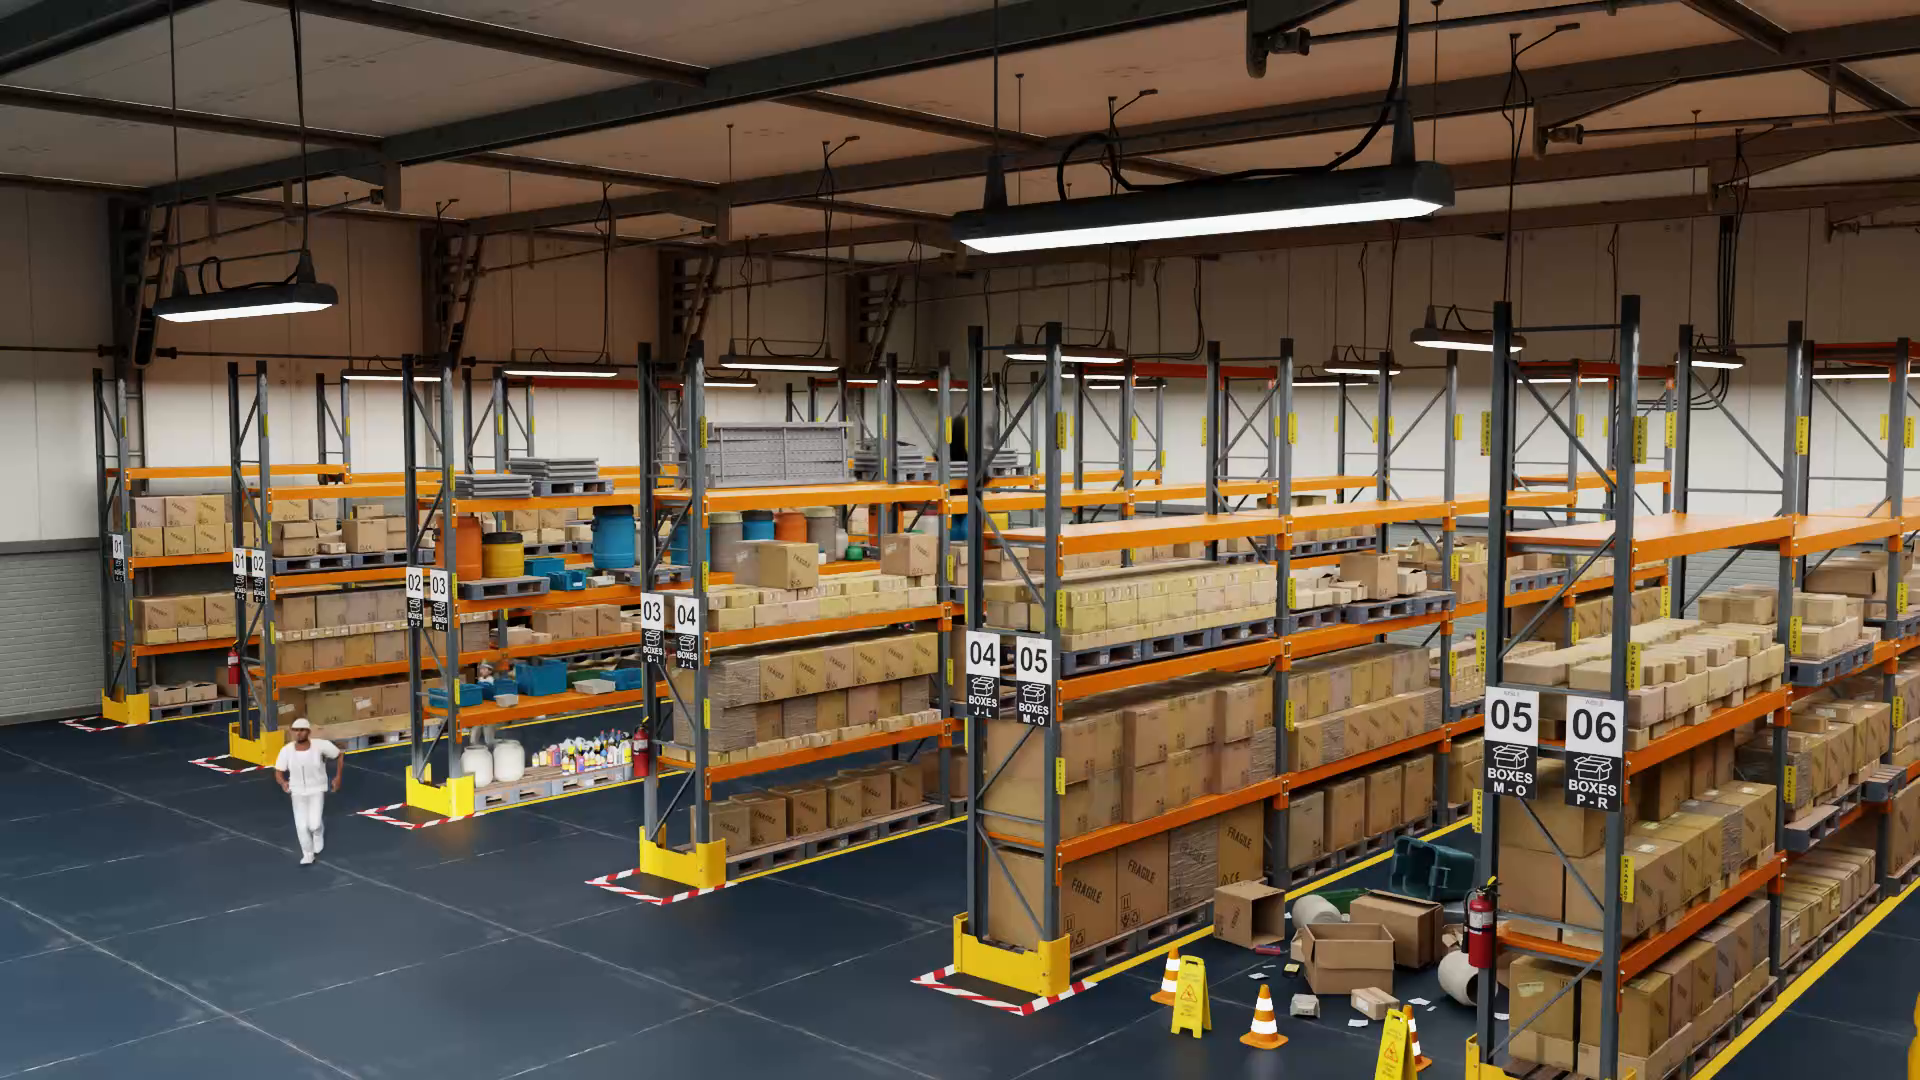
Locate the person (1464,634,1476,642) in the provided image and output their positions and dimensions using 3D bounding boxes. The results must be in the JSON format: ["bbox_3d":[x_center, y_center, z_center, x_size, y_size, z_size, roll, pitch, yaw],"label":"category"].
[{"bbox_3d":[8.226,2.349,26.837,0.583,1.699,0.843,4,6,42],"label":"person"}]

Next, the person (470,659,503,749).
[{"bbox_3d":[-6.891,2.556,24.229,0.625,1.650,0.748,3,5,32],"label":"person"}]

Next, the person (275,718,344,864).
[{"bbox_3d":[-7.490,2.899,19.093,0.725,1.716,0.650,-1,4,-9],"label":"person"}]
